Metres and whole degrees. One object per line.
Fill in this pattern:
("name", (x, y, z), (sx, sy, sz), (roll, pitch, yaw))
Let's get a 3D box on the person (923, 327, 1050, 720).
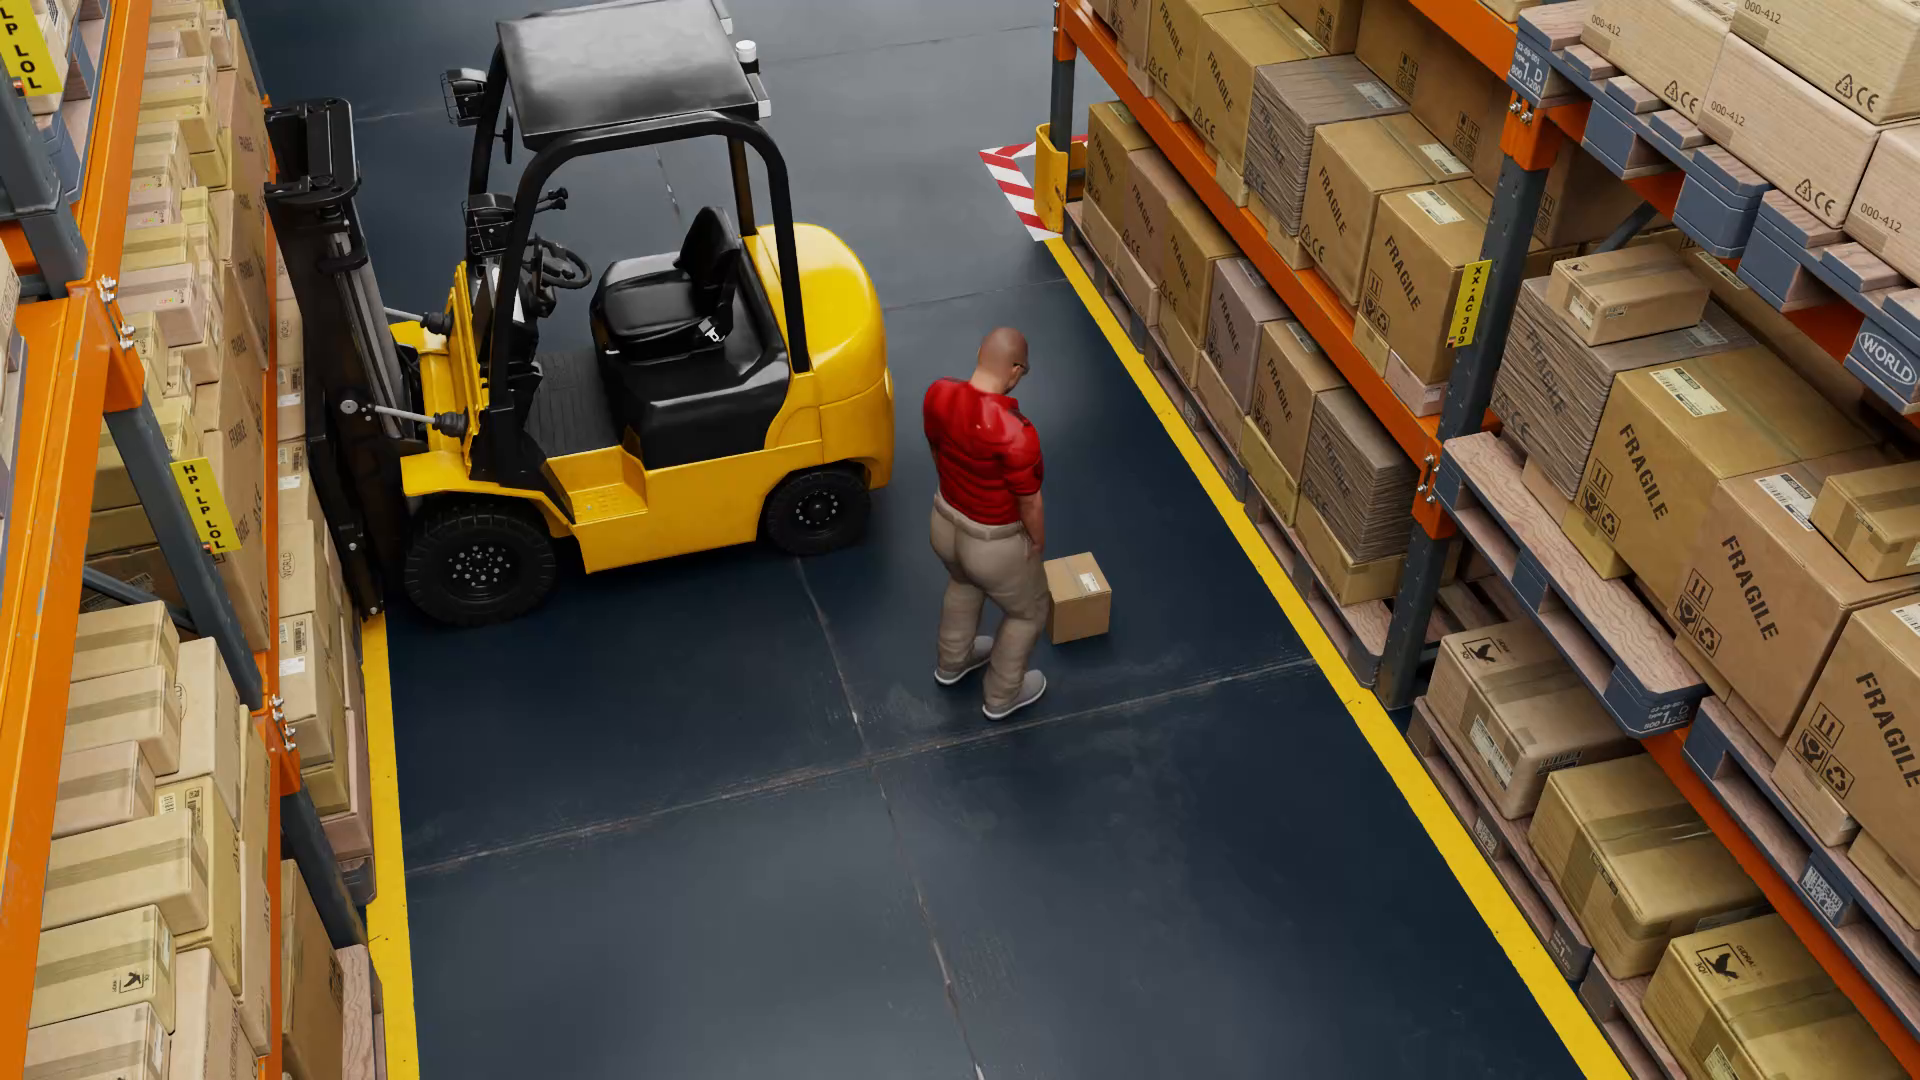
("person", (0.091, -0.051, 6.271), (0.410, 1.687, 0.553), (-33, 51, -31))
